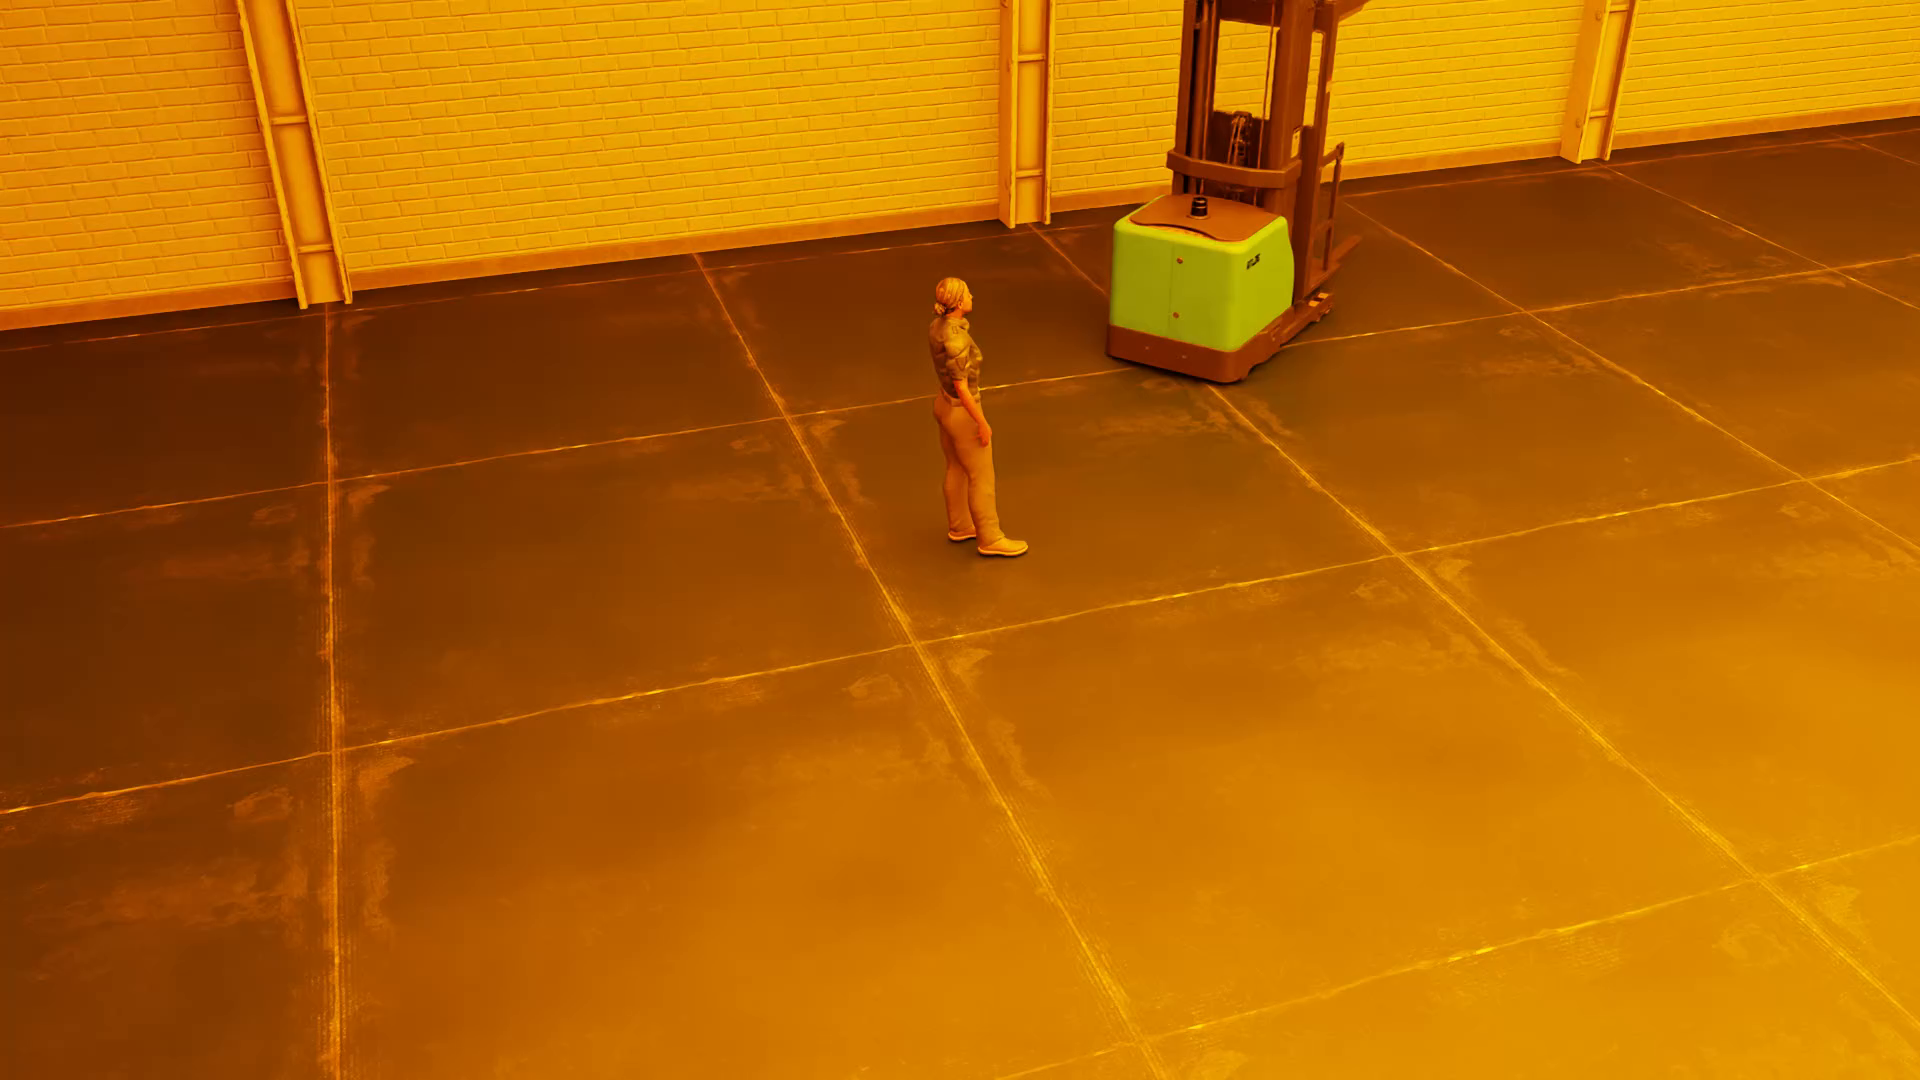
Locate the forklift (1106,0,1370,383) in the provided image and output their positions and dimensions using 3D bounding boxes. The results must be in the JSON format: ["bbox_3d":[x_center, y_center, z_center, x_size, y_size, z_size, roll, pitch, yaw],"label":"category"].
[{"bbox_3d":[2.294,-3.083,12.446,1.130,2.935,3.031,18,34,28],"label":"forklift"}]

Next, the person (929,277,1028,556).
[{"bbox_3d":[0.090,-0.728,9.617,0.503,1.656,0.569,-10,31,-16],"label":"person"}]
